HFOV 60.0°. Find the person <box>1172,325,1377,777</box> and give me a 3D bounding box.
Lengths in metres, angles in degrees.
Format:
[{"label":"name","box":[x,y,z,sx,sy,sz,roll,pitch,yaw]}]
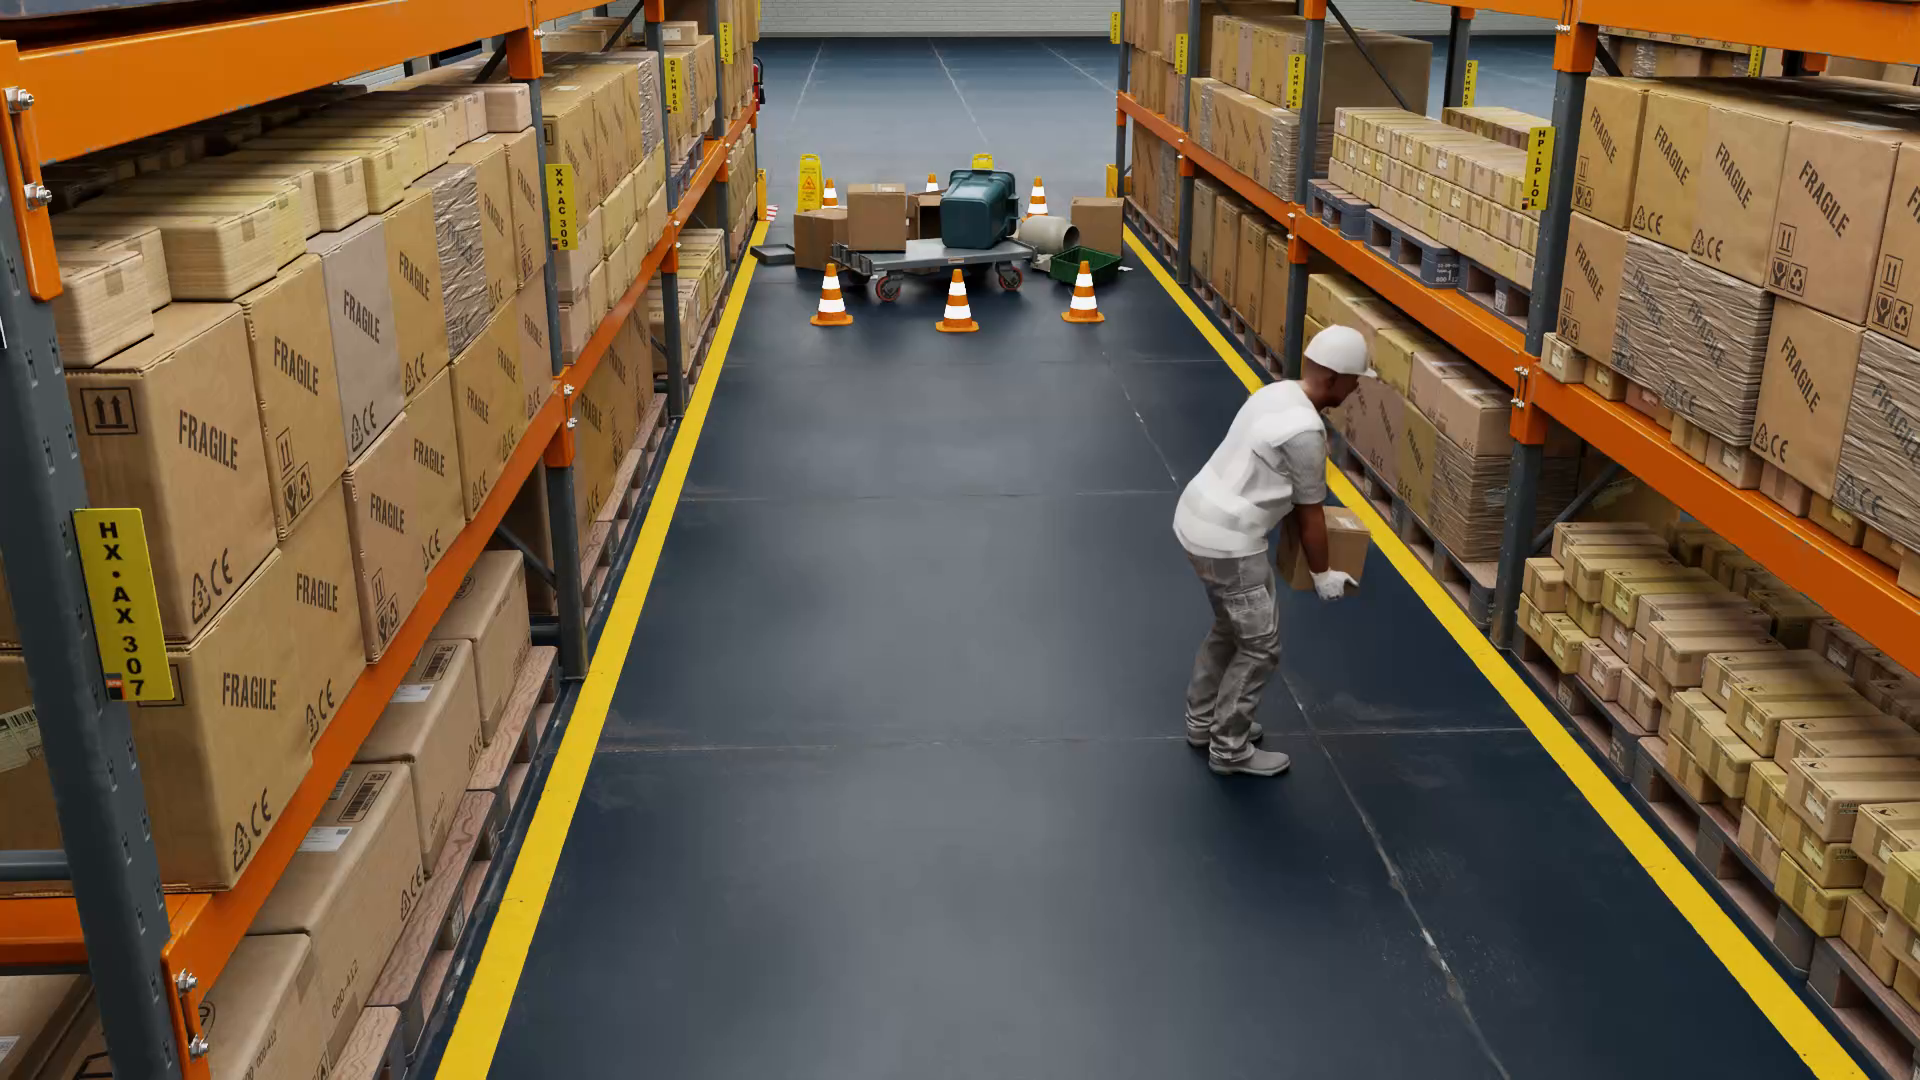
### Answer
[{"label":"person","box":[1.134,0.036,6.111,0.694,1.669,0.480,-1,20,-4]}]
